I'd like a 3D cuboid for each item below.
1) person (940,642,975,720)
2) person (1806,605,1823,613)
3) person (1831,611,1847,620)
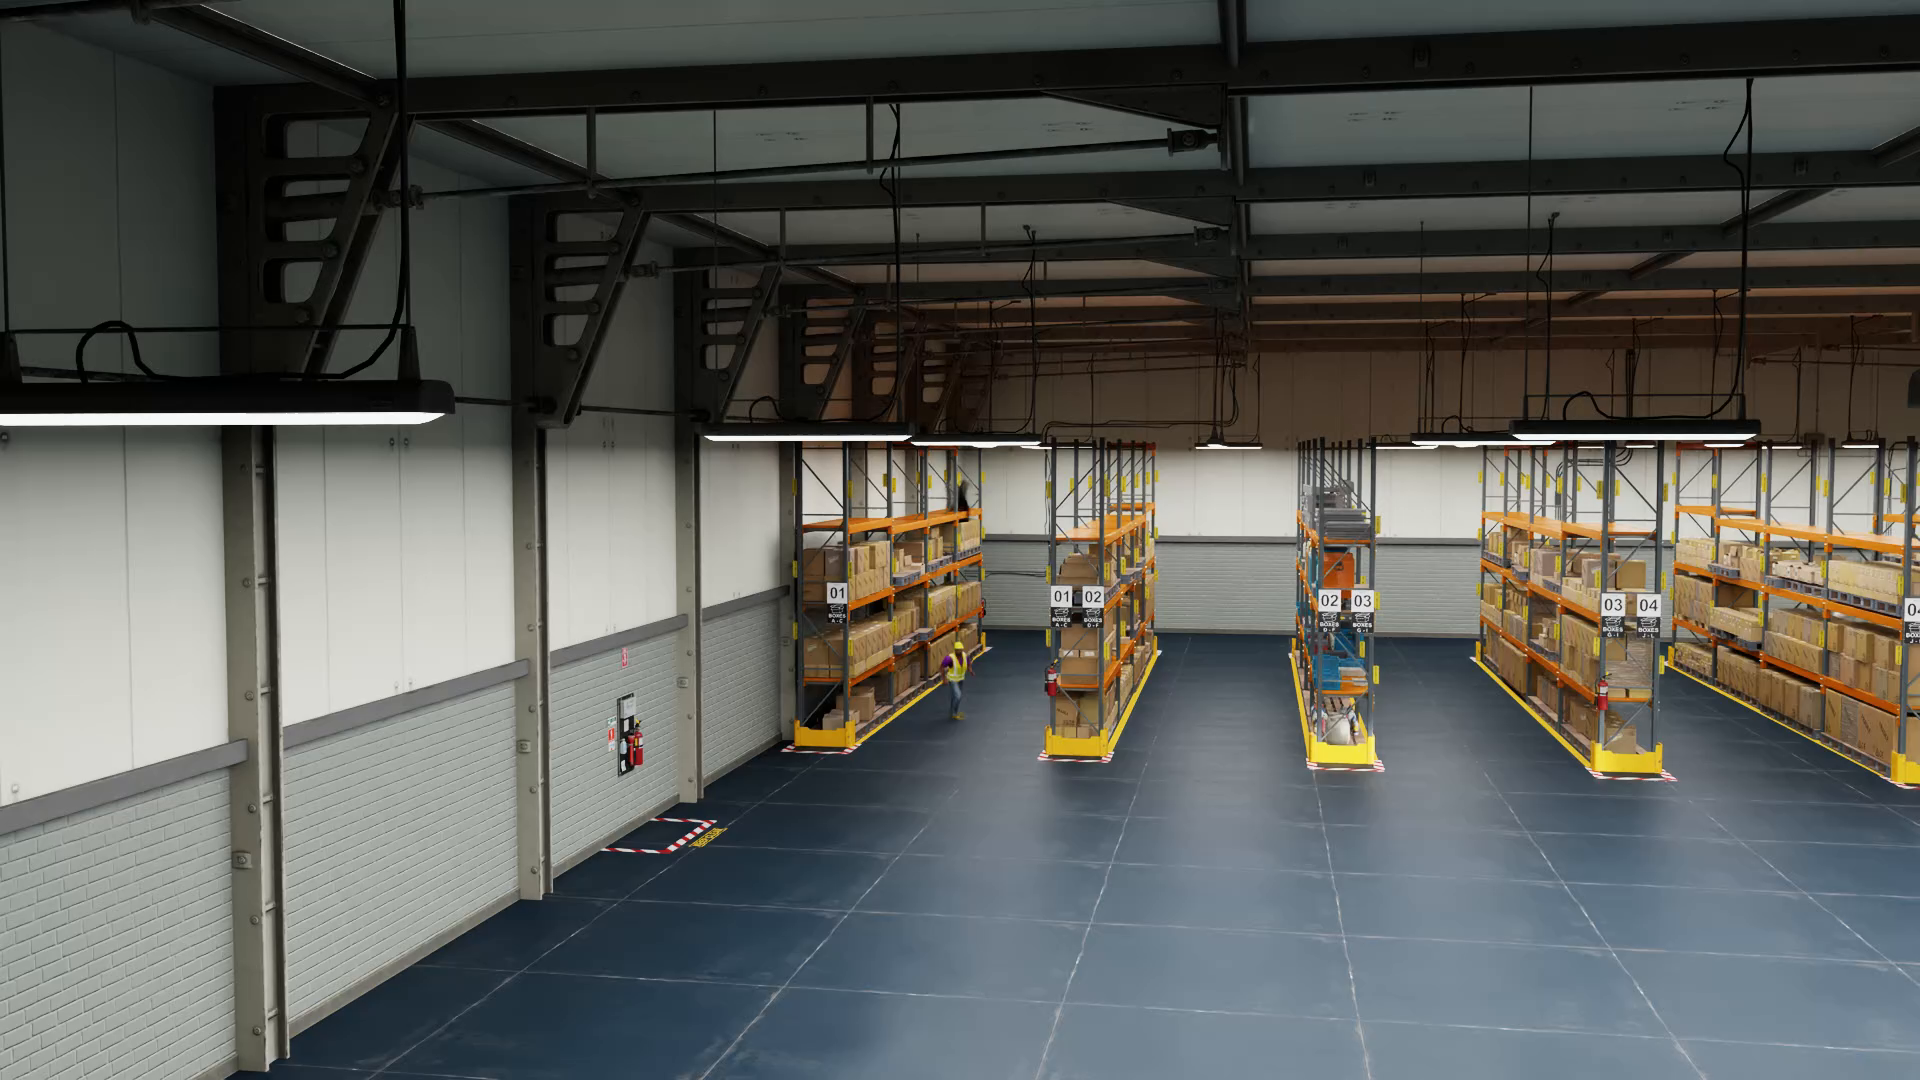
[{"bbox_3d":[-0.048,3.018,35.622,0.708,1.719,0.843,-3,4,-44],"label":"person"},{"bbox_3d":[23.838,2.504,46.361,0.807,1.542,0.676,-1,3,-20],"label":"person"},{"bbox_3d":[23.803,2.444,44.987,0.811,1.842,0.670,0,3,5],"label":"person"}]
